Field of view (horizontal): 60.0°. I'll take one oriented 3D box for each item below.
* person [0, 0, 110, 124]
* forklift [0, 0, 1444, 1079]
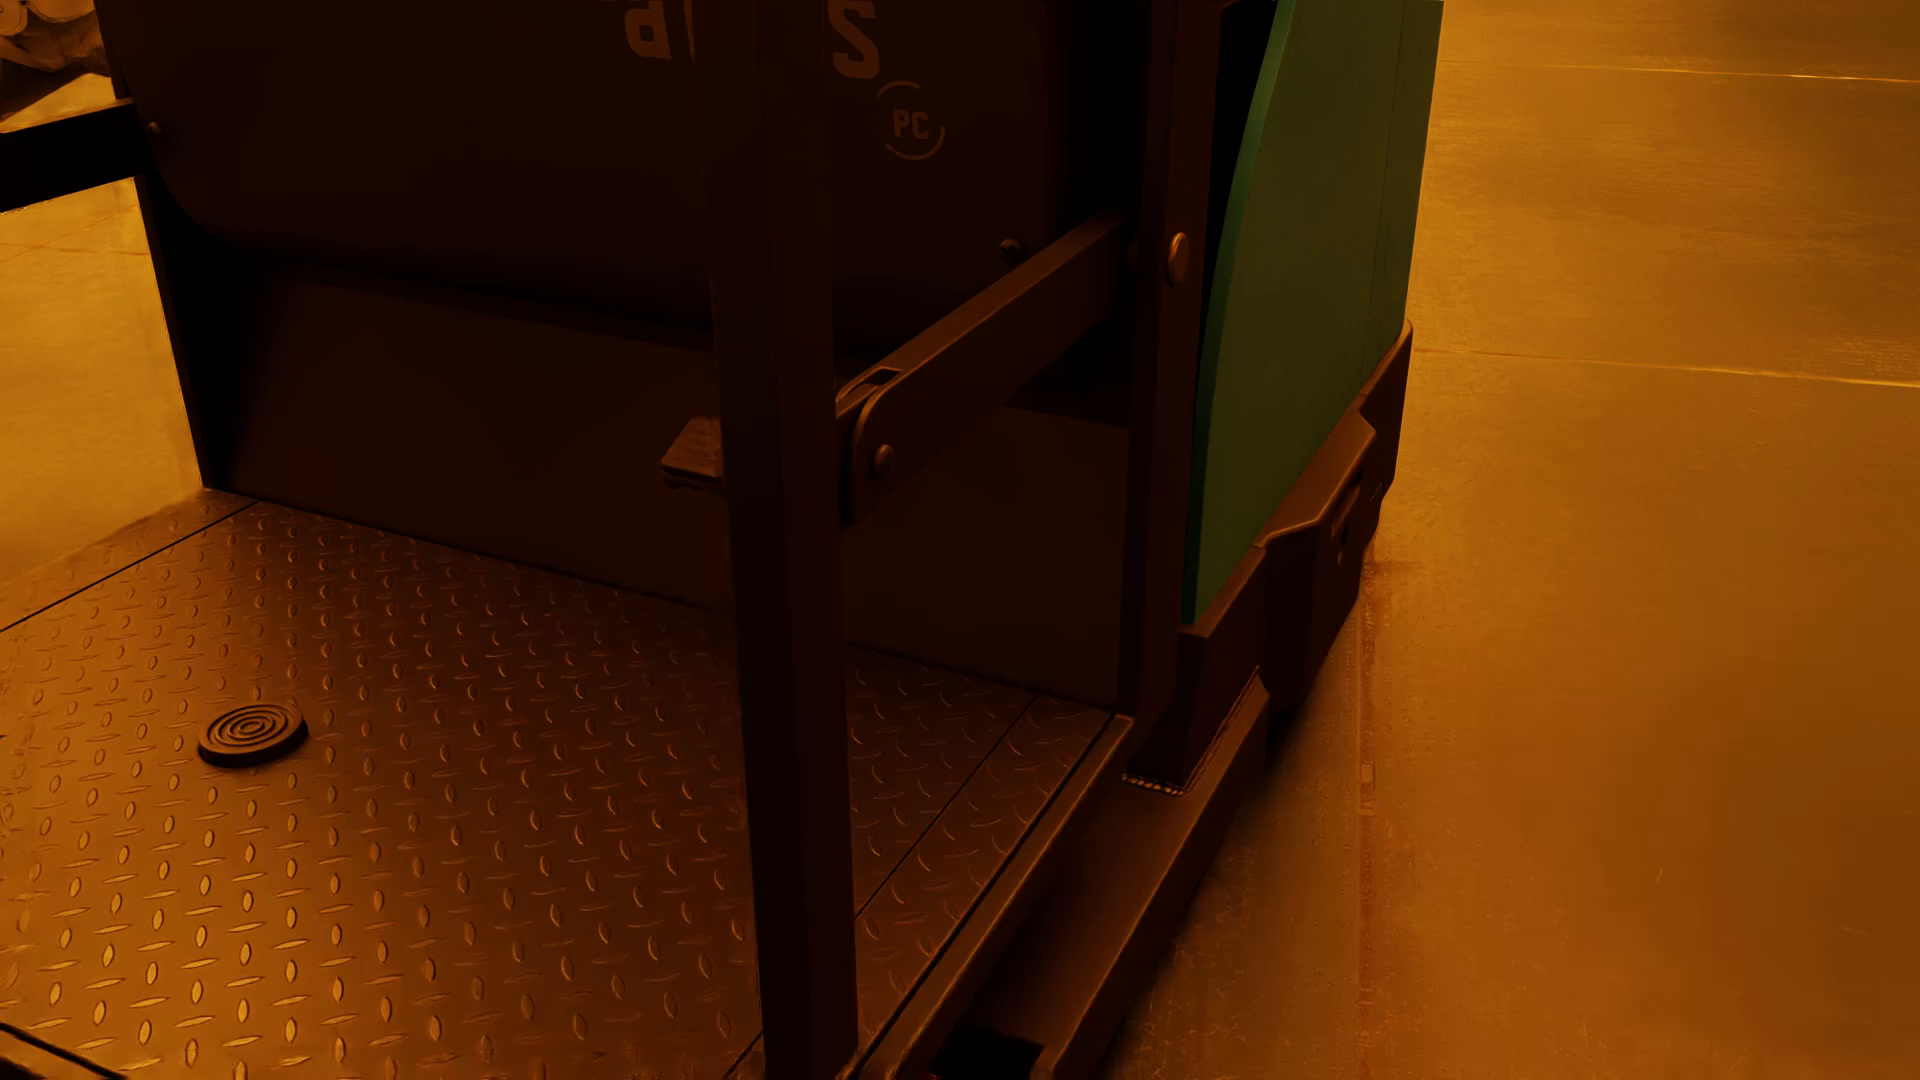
[{"bbox_3d":[-1.327,-0.779,2.471,1.097,1.419,0.709,-2,27,-4],"label":"person"},{"bbox_3d":[-0.426,-0.859,0.949,1.130,2.935,3.031,12,29,23],"label":"forklift"}]
